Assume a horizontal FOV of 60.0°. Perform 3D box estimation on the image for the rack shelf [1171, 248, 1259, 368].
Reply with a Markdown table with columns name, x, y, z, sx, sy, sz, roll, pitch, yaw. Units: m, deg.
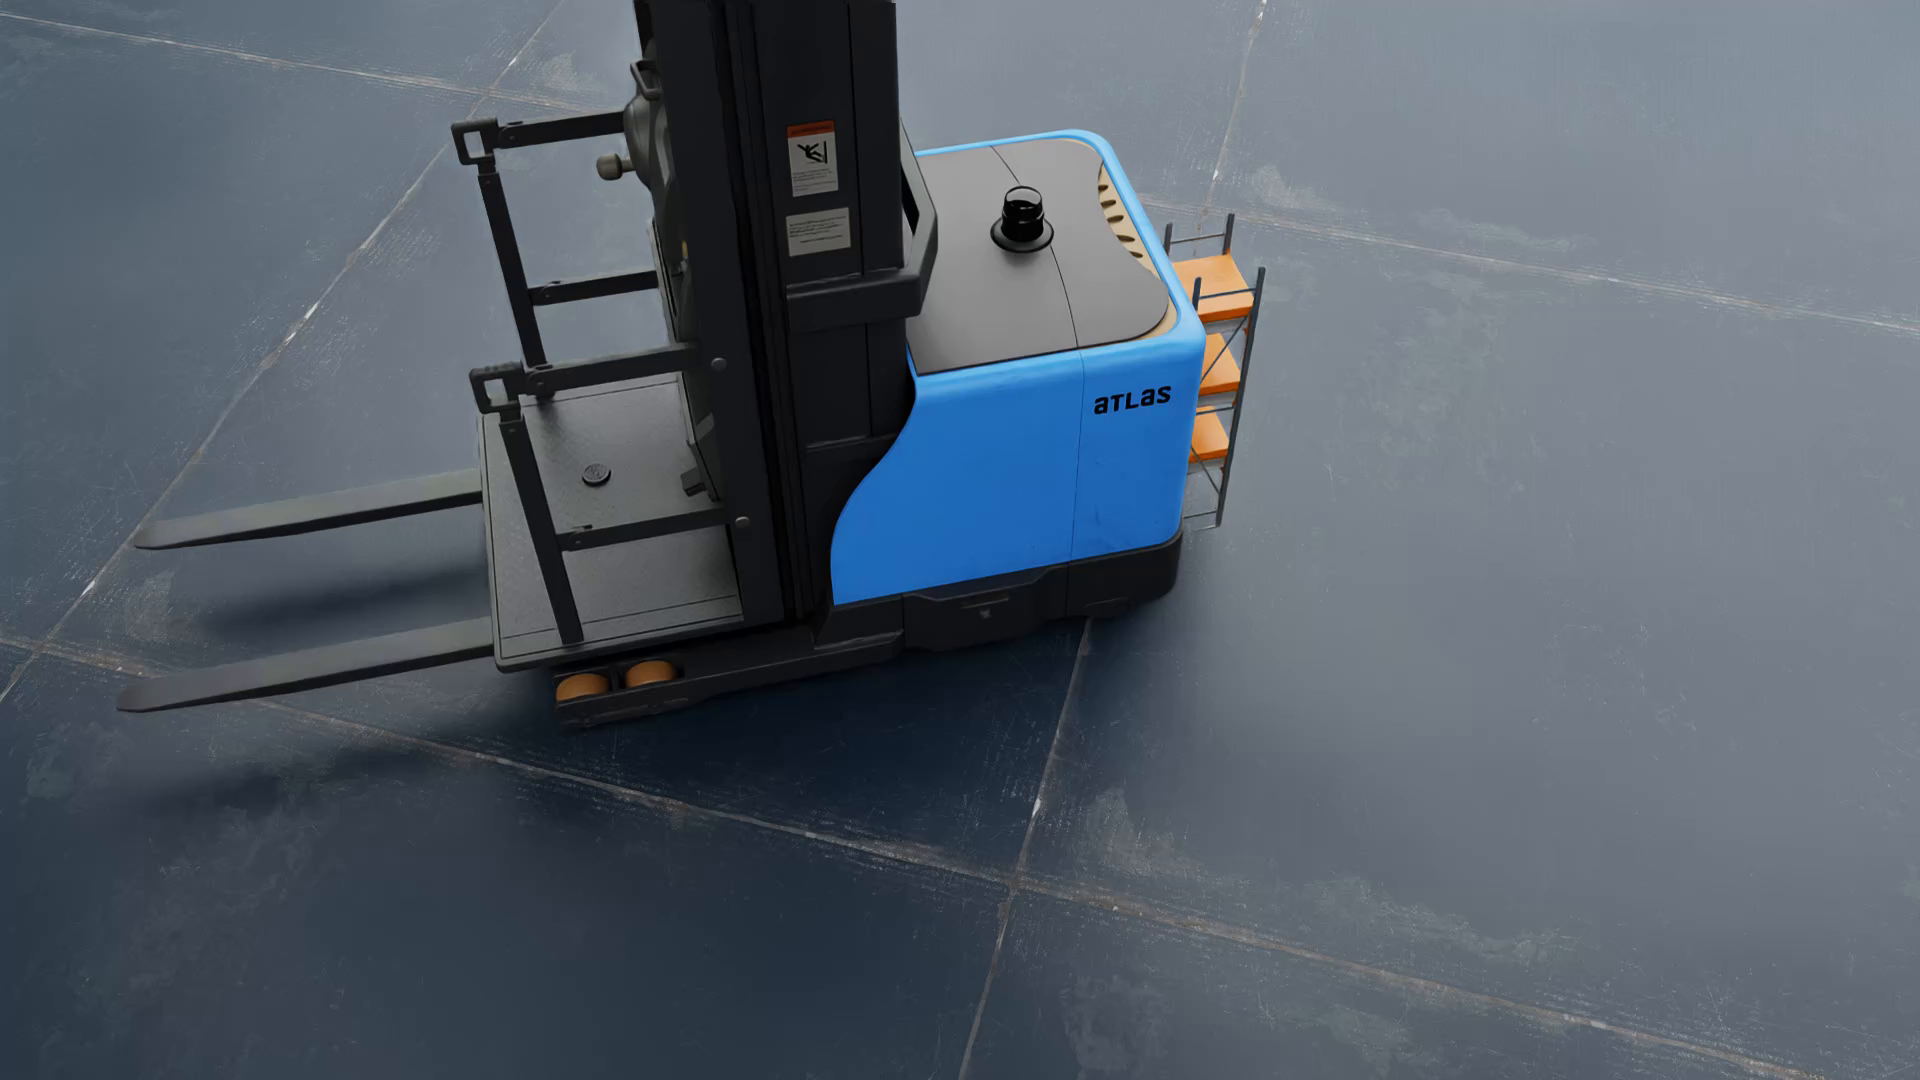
| name | x | y | z | sx | sy | sz | roll | pitch | yaw |
| --- | --- | --- | --- | --- | --- | --- | --- | --- | --- |
| rack shelf | 0.701 | -0.644 | 4.753 | 0.215 | 0.259 | 0.240 | -10 | 49 | -9 |

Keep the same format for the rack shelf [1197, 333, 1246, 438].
| name | x | y | z | sx | sy | sz | roll | pitch | yaw |
| --- | --- | --- | --- | --- | --- | --- | --- | --- | --- |
| rack shelf | 0.701 | -0.456 | 4.966 | 0.215 | 0.259 | 0.240 | -10 | 49 | -9 |

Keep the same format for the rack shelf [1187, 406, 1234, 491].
| name | x | y | z | sx | sy | sz | roll | pitch | yaw |
| --- | --- | --- | --- | --- | --- | --- | --- | --- | --- |
| rack shelf | 0.701 | -0.272 | 5.175 | 0.215 | 0.259 | 0.240 | -10 | 49 | -9 |

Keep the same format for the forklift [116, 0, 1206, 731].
| name | x | y | z | sx | sy | sz | roll | pitch | yaw |
| --- | --- | --- | --- | --- | --- | --- | --- | --- | --- |
| forklift | -0.916 | -0.871 | 4.064 | 3.031 | 2.935 | 1.130 | -10 | 49 | -9 |

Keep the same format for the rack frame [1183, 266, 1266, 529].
| name | x | y | z | sx | sy | sz | roll | pitch | yaw |
| --- | --- | --- | --- | --- | --- | --- | --- | --- | --- |
| rack frame | 0.730 | -0.374 | 4.880 | 0.200 | 1.050 | 0.008 | -10 | 49 | -9 |

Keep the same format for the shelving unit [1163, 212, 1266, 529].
| name | x | y | z | sx | sy | sz | roll | pitch | yaw |
| --- | --- | --- | --- | --- | --- | --- | --- | --- | --- |
| shelving unit | 0.701 | -0.463 | 4.958 | 0.215 | 1.050 | 0.252 | -10 | 49 | -9 |

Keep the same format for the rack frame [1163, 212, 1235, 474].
| name | x | y | z | sx | sy | sz | roll | pitch | yaw |
| --- | --- | --- | --- | --- | --- | --- | --- | --- | --- |
| rack frame | 0.672 | -0.552 | 5.037 | 0.200 | 1.050 | 0.008 | -10 | 49 | -9 |
